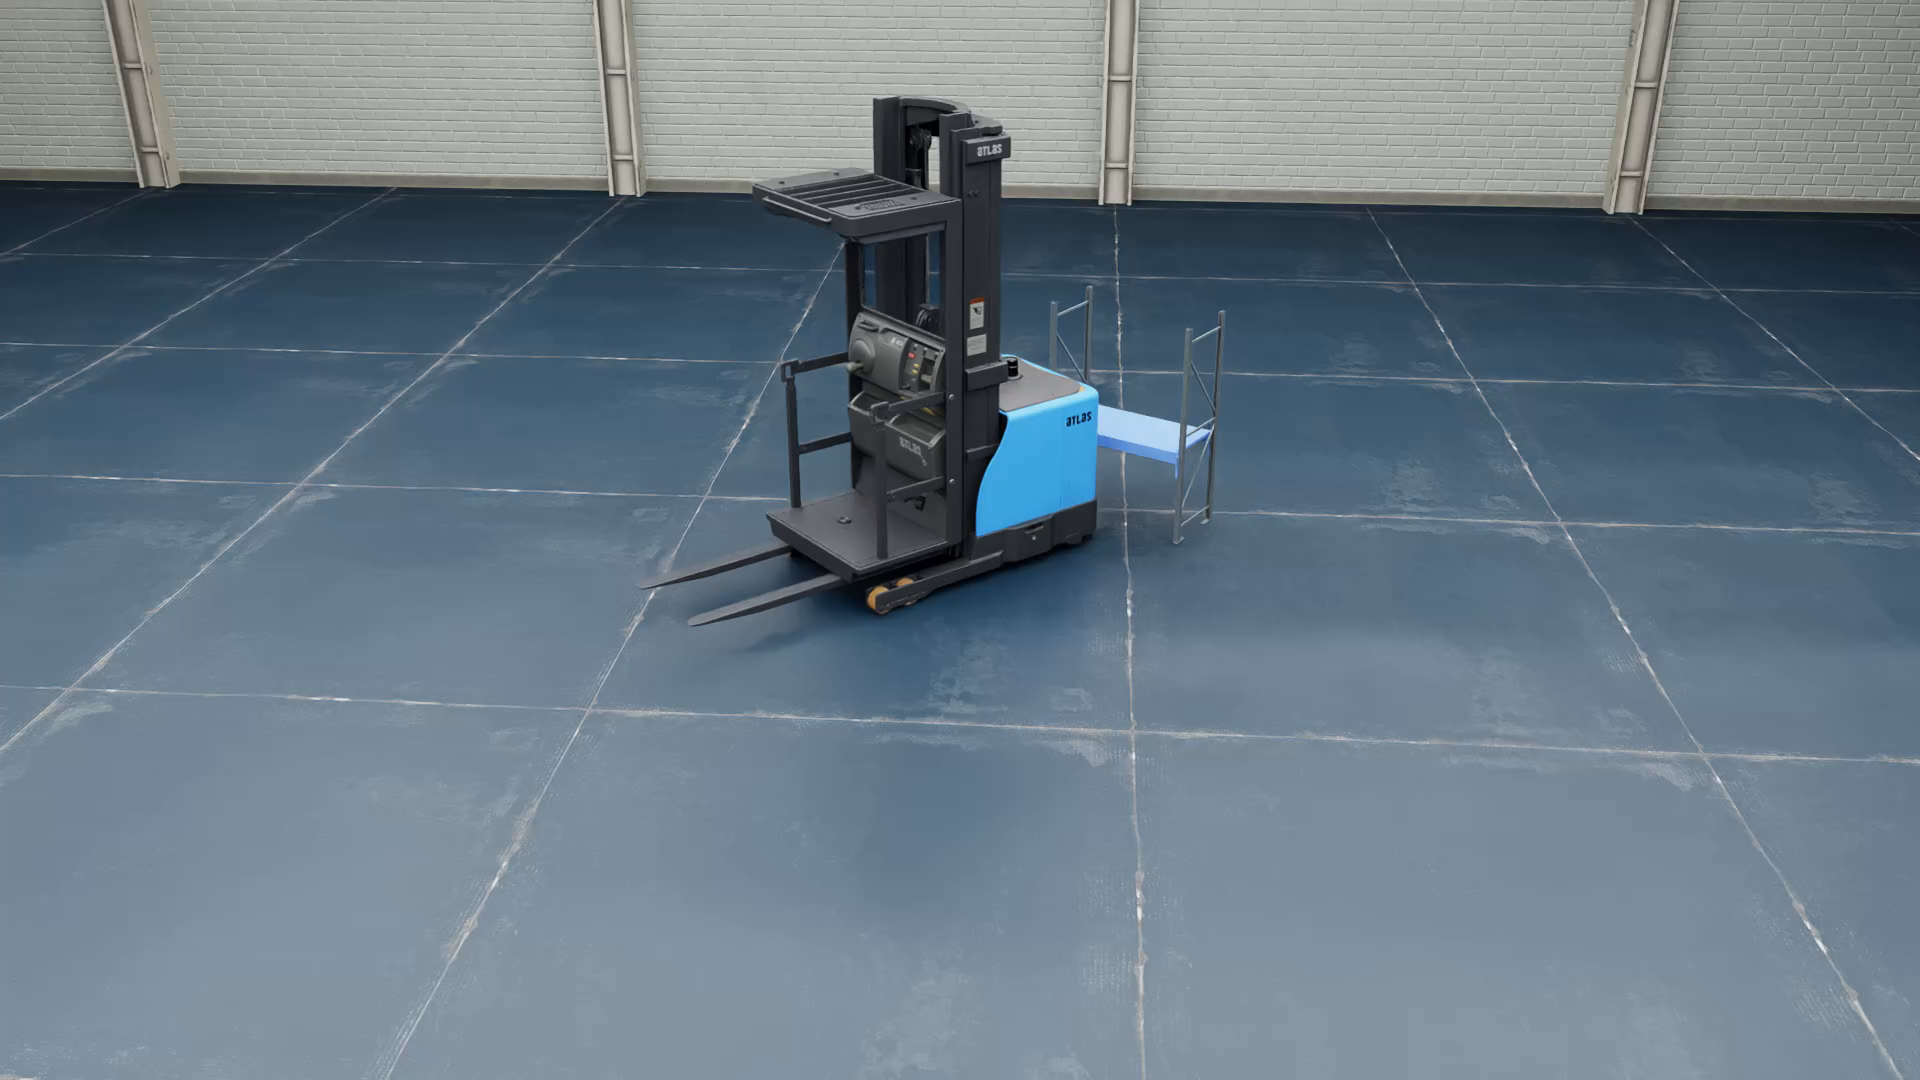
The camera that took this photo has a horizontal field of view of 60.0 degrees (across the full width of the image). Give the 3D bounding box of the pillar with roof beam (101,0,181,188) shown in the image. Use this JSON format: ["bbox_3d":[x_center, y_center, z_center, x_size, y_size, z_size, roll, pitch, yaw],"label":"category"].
[{"bbox_3d":[-10.416,-6.775,15.209,0.400,9.000,9.100,2,25,4],"label":"pillar with roof beam"}]

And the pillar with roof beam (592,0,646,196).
[{"bbox_3d":[-4.434,-6.583,14.792,0.400,9.000,9.100,2,25,4],"label":"pillar with roof beam"}]

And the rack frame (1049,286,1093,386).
[{"bbox_3d":[0.761,-0.986,11.600,0.032,1.500,0.500,16,29,32],"label":"rack frame"}]

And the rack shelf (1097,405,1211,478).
[{"bbox_3d":[1.176,-0.700,11.408,1.000,0.185,0.538,16,29,32],"label":"rack shelf"}]

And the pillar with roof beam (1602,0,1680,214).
[{"bbox_3d":[7.531,-6.199,13.958,0.400,9.000,9.100,2,25,4],"label":"pillar with roof beam"}]

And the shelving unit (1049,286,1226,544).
[{"bbox_3d":[1.176,-0.864,11.333,1.048,1.500,0.538,16,29,32],"label":"shelving unit"}]

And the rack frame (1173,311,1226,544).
[{"bbox_3d":[1.591,-0.741,11.066,0.032,1.500,0.500,16,29,32],"label":"rack frame"}]

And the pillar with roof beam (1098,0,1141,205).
[{"bbox_3d":[1.549,-6.391,14.375,0.400,9.000,9.100,2,25,4],"label":"pillar with roof beam"}]

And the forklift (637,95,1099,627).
[{"bbox_3d":[-0.561,-1.125,10.188,3.031,2.935,1.130,-18,30,-33],"label":"forklift"}]
